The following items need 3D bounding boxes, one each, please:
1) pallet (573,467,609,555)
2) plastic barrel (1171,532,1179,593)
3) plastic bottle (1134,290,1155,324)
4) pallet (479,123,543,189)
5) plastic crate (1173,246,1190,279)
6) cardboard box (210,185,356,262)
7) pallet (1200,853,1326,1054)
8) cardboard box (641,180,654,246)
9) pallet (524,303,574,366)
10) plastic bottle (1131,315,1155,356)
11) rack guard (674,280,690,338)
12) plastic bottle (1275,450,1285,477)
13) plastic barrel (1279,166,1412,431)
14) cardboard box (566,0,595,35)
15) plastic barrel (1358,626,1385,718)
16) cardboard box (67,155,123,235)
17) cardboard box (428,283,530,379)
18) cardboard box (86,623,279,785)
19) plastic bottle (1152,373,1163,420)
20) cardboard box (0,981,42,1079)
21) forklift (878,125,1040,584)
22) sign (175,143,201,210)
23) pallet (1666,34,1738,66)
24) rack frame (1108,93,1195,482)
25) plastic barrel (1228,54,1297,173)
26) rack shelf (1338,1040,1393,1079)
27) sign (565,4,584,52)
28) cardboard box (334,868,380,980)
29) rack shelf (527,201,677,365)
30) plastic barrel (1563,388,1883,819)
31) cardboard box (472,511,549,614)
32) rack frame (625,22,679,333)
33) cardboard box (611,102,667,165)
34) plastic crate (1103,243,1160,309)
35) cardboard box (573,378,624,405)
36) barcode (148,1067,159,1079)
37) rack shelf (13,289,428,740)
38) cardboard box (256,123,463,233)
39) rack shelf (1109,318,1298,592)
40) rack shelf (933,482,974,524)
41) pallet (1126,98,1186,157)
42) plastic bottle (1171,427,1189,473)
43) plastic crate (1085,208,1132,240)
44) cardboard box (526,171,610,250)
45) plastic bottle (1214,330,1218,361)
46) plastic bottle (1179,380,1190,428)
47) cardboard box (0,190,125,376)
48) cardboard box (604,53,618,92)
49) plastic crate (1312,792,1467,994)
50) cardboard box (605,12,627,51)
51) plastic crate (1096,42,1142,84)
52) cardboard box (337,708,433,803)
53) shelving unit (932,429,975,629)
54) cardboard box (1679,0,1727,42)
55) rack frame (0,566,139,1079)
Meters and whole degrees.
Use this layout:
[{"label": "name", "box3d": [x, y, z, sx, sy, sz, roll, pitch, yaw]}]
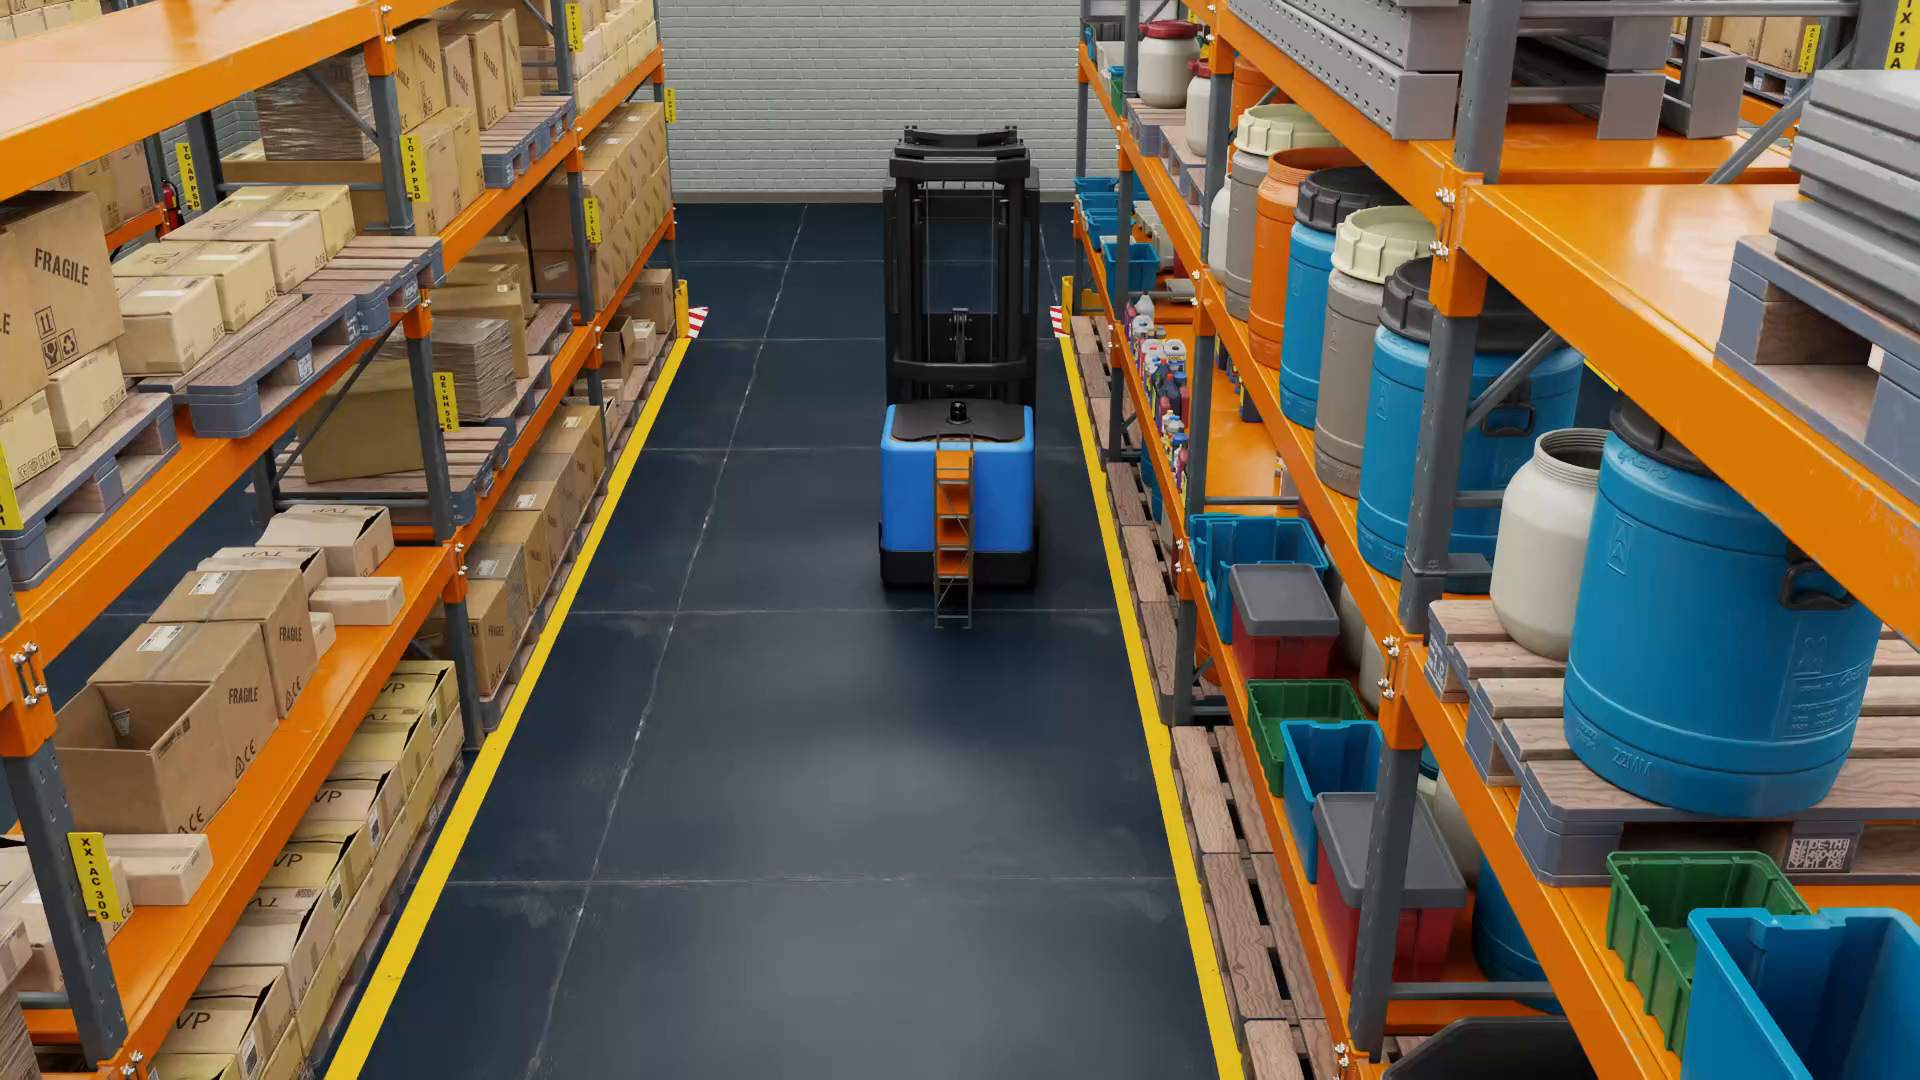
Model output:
[{"label": "pallet", "box3d": [-3.231, -0.227, 12.379, 1.003, 0.211, 1.213, 0, 24, -1]}, {"label": "plastic barrel", "box3d": [1.685, 0.035, 10.832, 0.600, 0.588, 0.708, 0, 24, -1]}, {"label": "plastic bottle", "box3d": [1.356, -1.668, 12.241, 0.144, 0.351, 0.185, 0, 24, -1]}, {"label": "pallet", "box3d": [-3.326, -2.417, 10.426, 1.213, 0.211, 1.003, 0, 24, -1]}, {"label": "plastic crate", "box3d": [1.917, -2.279, 13.382, 0.402, 0.464, 0.583, 0, 24, -1]}, {"label": "cardboard box", "box3d": [-3.173, -1.487, 7.814, 0.500, 0.250, 0.500, -2, 24, -4]}, {"label": "pallet", "box3d": [1.699, 1.886, 7.707, 1.003, 0.211, 1.213, 0, 24, -1]}, {"label": "cardboard box", "box3d": [-3.035, -2.924, 14.837, 0.500, 0.500, 0.500, 0, 24, 0]}, {"label": "pallet", "box3d": [-3.378, -1.415, 11.856, 1.003, 0.211, 1.213, 0, 24, -1]}, {"label": "plastic bottle", "box3d": [1.304, -1.454, 11.858, 0.152, 0.276, 0.135, 0, 24, -1]}, {"label": "rack guard", "box3d": [-3.320, -2.311, 16.636, 1.175, 0.500, 0.348, 0, 24, -1]}, {"label": "plastic bottle", "box3d": [1.908, -0.477, 9.789, 0.097, 0.201, 0.097, 0, 24, 0]}, {"label": "plastic barrel", "box3d": [1.526, -0.900, 6.234, 0.600, 0.901, 0.708, 0, 24, -1]}, {"label": "cardboard box", "box3d": [-3.185, -4.107, 12.600, 0.700, 0.500, 0.500, 0, 24, -1]}, {"label": "plastic barrel", "box3d": [1.959, 0.505, 7.211, 0.433, 0.535, 0.433, 0, 24, 0]}, {"label": "cardboard box", "box3d": [-8.240, -3.084, 14.948, 0.980, 0.700, 0.700, 0, 24, -1]}, {"label": "cardboard box", "box3d": [-3.196, -1.342, 10.829, 0.700, 0.500, 0.500, -6, 25, -14]}, {"label": "cardboard box", "box3d": [-3.193, 0.678, 6.872, 0.500, 0.500, 0.500, 0, 24, 0]}, {"label": "plastic bottle", "box3d": [1.272, -0.919, 10.667, 0.061, 0.283, 0.133, 0, 24, -1]}, {"label": "cardboard box", "box3d": [-3.179, 1.601, 4.832, 0.700, 0.500, 0.500, -1, 24, -2]}, {"label": "forklift", "box3d": [0.015, -1.595, 12.104, 1.130, 2.935, 3.031, 1, 24, 1]}, {"label": "sign", "box3d": [-3.776, -1.785, 8.173, 0.100, 0.325, 0.005, 0, 24, -1]}, {"label": "pallet", "box3d": [6.619, -4.041, 13.895, 1.003, 0.211, 1.213, 0, 24, -1]}, {"label": "rack frame", "box3d": [1.676, -1.853, 12.591, 1.000, 3.000, 0.127, 0, 24, -1]}, {"label": "plastic barrel", "box3d": [1.716, -2.193, 8.671, 0.600, 0.830, 0.708, 0, 24, -1]}, {"label": "rack shelf", "box3d": [1.785, 2.595, 3.629, 1.077, 0.370, 4.000, 0, 24, -1]}, {"label": "sign", "box3d": [-2.723, -3.618, 11.748, 0.100, 0.325, 0.005, 0, 24, -1]}, {"label": "cardboard box", "box3d": [-2.964, 1.724, 7.508, 0.500, 0.250, 0.500, 0, 24, 0]}, {"label": "rack shelf", "box3d": [-3.299, -2.329, 14.516, 1.077, 0.370, 4.000, 0, 24, -1]}, {"label": "plastic barrel", "box3d": [1.667, 0.067, 3.587, 0.600, 0.901, 0.708, 0, 24, -1]}, {"label": "cardboard box", "box3d": [-2.965, 0.143, 10.677, 0.500, 0.500, 0.500, -1, 24, -1]}, {"label": "rack frame", "box3d": [-3.321, -3.481, 16.190, 1.000, 3.000, 0.127, 0, 24, -1]}, {"label": "cardboard box", "box3d": [-3.041, -3.800, 15.560, 0.500, 0.500, 0.500, 0, 24, -1]}, {"label": "plastic crate", "box3d": [1.329, -2.064, 13.004, 0.392, 0.384, 0.575, 0, 24, -1]}, {"label": "cardboard box", "box3d": [-3.085, -1.273, 14.211, 0.380, 0.166, 0.250, 0, 24, -1]}, {"label": "barcode", "box3d": [-2.777, 1.858, 5.720, 0.001, 0.075, 0.075, 0, 24, -1]}, {"label": "rack shelf", "box3d": [-3.212, -0.399, 6.609, 1.077, 0.370, 4.000, 0, 24, -1]}, {"label": "cardboard box", "box3d": [-3.278, -1.986, 9.124, 0.910, 0.500, 0.500, 0, 24, -1]}, {"label": "rack shelf", "box3d": [1.697, -0.701, 10.917, 1.077, 0.370, 4.000, 0, 24, -1]}, {"label": "rack shelf", "box3d": [-0.039, -0.214, 10.772, 0.258, 0.148, 0.480, 1, 24, 1]}, {"label": "pallet", "box3d": [1.782, -2.811, 11.299, 1.213, 0.211, 1.003, 0, 24, -1]}, {"label": "plastic bottle", "box3d": [1.301, -0.534, 9.831, 0.097, 0.271, 0.097, 0, 24, 0]}, {"label": "plastic crate", "box3d": [1.320, -2.807, 14.830, 0.416, 0.233, 0.300, 0, 24, -1]}, {"label": "cardboard box", "box3d": [-3.001, -2.529, 12.751, 0.500, 0.500, 0.500, 0, 24, 1]}, {"label": "plastic bottle", "box3d": [1.869, -1.453, 11.766, 0.144, 0.351, 0.185, 0, 24, -1]}, {"label": "plastic bottle", "box3d": [1.418, -0.865, 10.546, 0.061, 0.283, 0.133, 0, 24, -1]}, {"label": "cardboard box", "box3d": [-3.187, -0.856, 5.509, 0.500, 0.500, 0.500, 2, 24, 5]}, {"label": "cardboard box", "box3d": [-3.041, -3.745, 13.315, 0.500, 0.250, 0.500, 0, 24, -1]}, {"label": "plastic crate", "box3d": [1.452, 1.216, 5.727, 0.402, 0.464, 0.583, 0, 24, -1]}, {"label": "cardboard box", "box3d": [-3.041, -4.178, 13.667, 0.500, 0.250, 0.500, 0, 24, -1]}, {"label": "plastic crate", "box3d": [1.348, -3.900, 13.620, 0.437, 0.282, 0.530, 0, 24, -1]}, {"label": "cardboard box", "box3d": [-2.970, 1.050, 8.317, 0.500, 0.311, 0.500, -1, 24, -1]}, {"label": "shelving unit", "box3d": [-0.039, -0.072, 10.836, 0.258, 1.200, 0.503, 1, 24, 1]}, {"label": "cardboard box", "box3d": [6.584, -4.514, 14.081, 0.700, 0.500, 0.500, -2, 24, -4]}, {"label": "rack frame", "box3d": [-3.190, 1.464, 5.257, 1.000, 3.000, 0.127, 0, 24, -1]}]
